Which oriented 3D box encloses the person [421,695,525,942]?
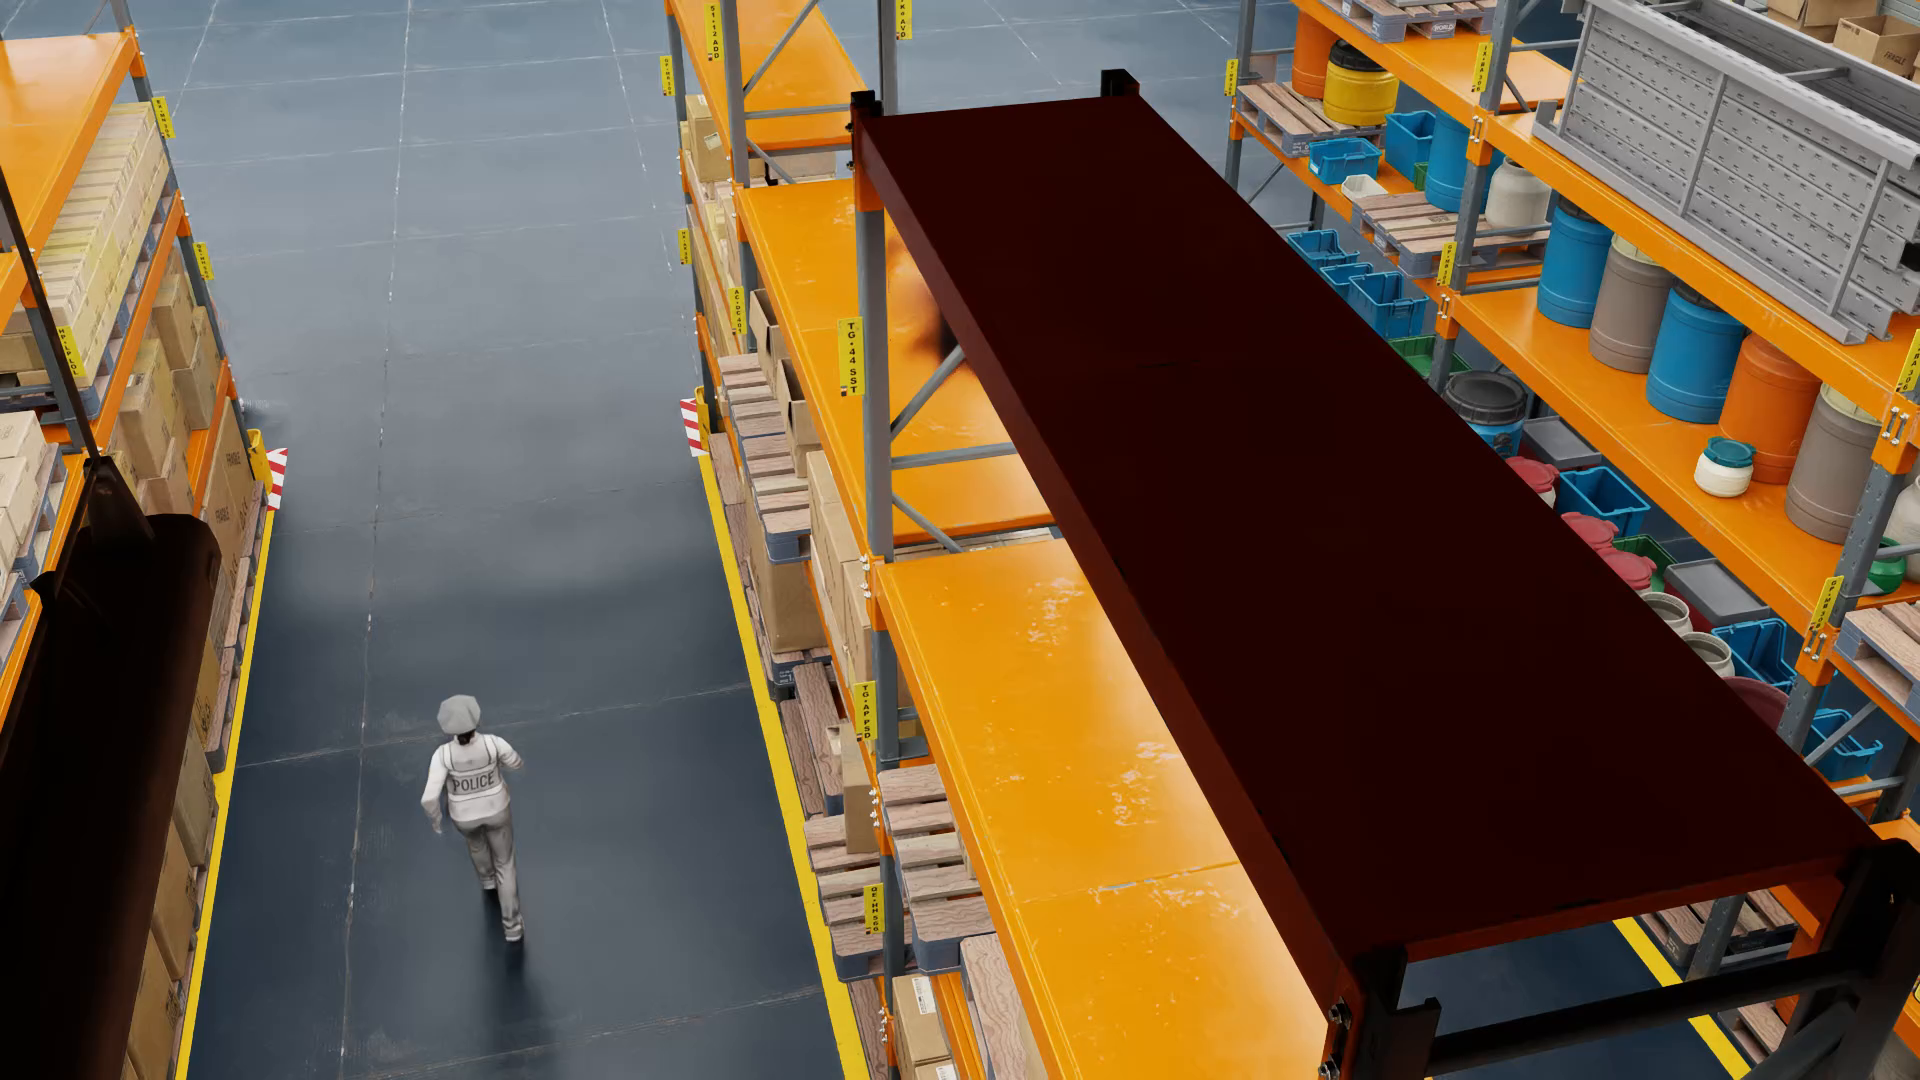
[{"bbox_3d":[-2.913,1.688,10.122,0.599,1.742,0.842,-10,36,-14],"label":"person"}]

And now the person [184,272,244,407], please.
[{"bbox_3d":[-7.259,-1.979,15.544,0.617,1.625,0.881,-20,39,-26],"label":"person"}]
